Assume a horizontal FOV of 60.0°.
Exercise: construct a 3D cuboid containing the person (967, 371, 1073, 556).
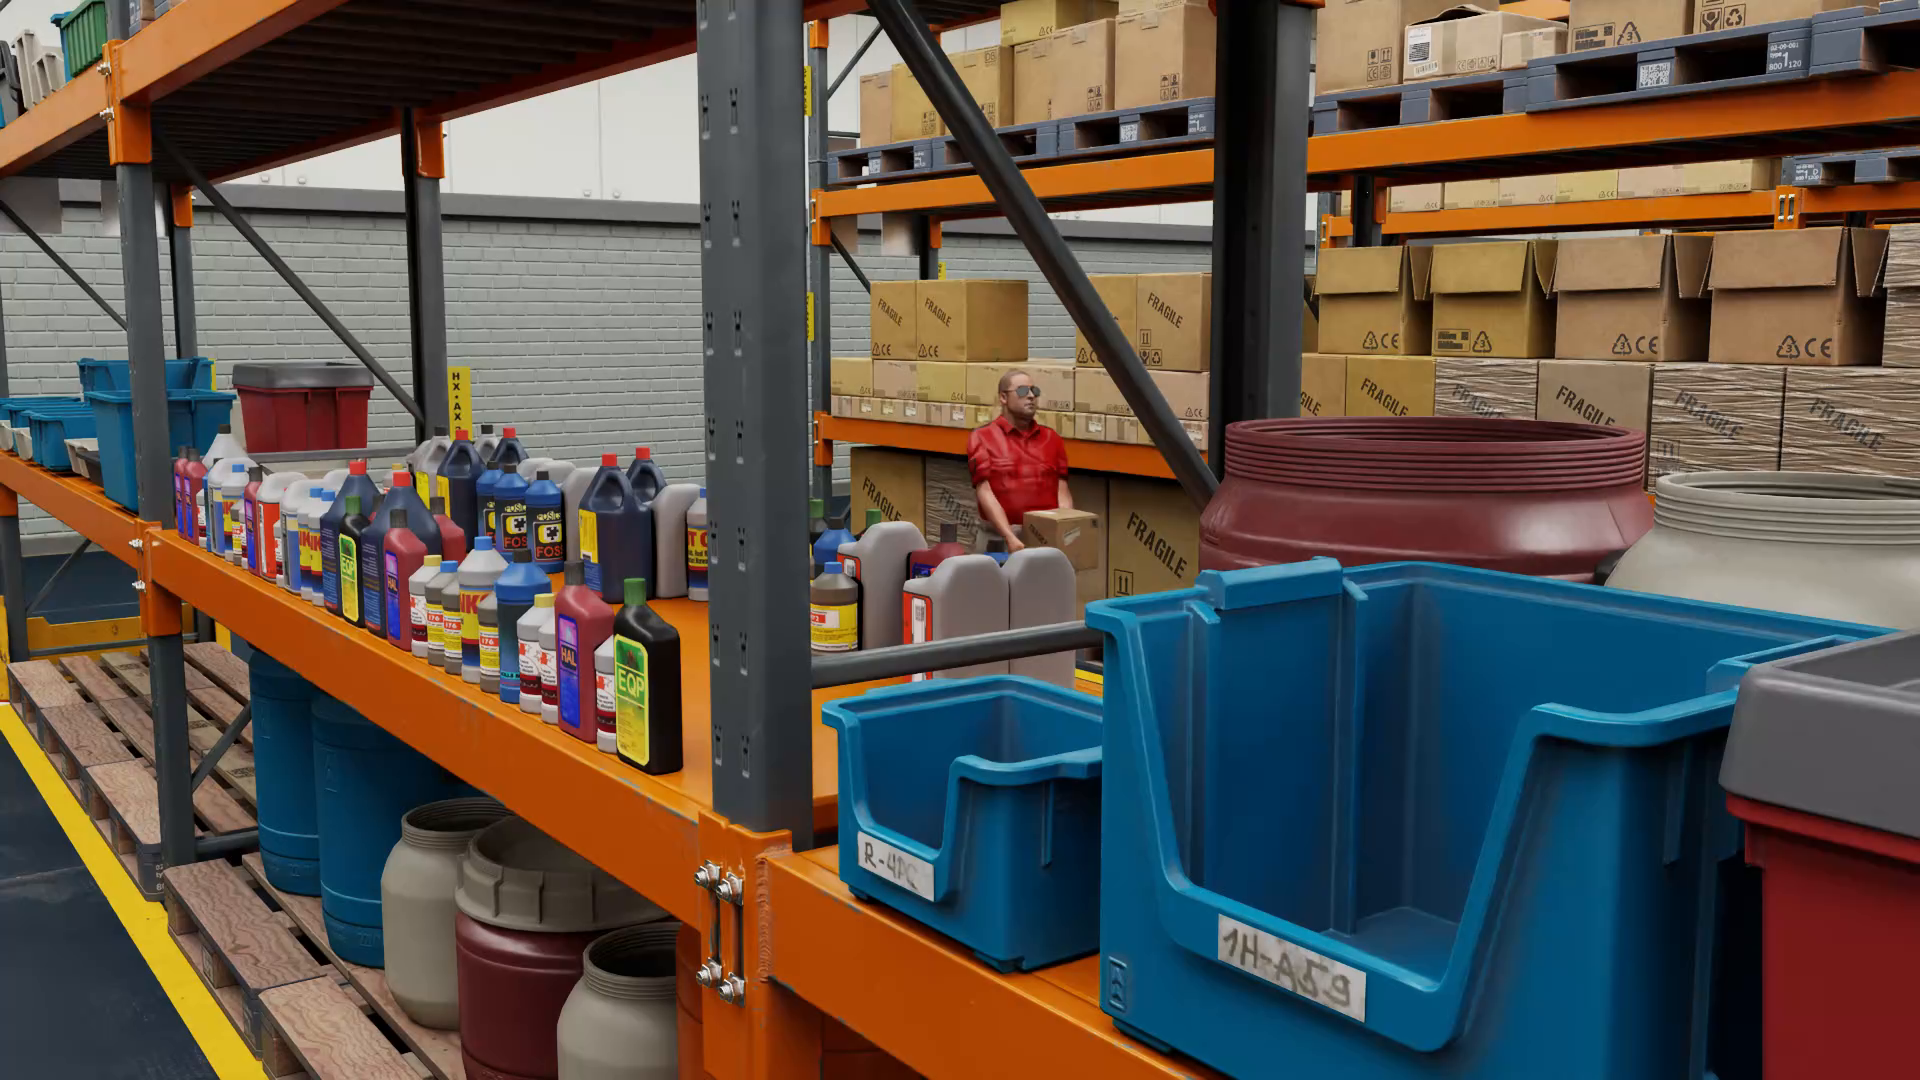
[{"bbox_3d":[0.324,0.082,7.756,0.505,1.726,0.521,-4,9,-25],"label":"person"}]
